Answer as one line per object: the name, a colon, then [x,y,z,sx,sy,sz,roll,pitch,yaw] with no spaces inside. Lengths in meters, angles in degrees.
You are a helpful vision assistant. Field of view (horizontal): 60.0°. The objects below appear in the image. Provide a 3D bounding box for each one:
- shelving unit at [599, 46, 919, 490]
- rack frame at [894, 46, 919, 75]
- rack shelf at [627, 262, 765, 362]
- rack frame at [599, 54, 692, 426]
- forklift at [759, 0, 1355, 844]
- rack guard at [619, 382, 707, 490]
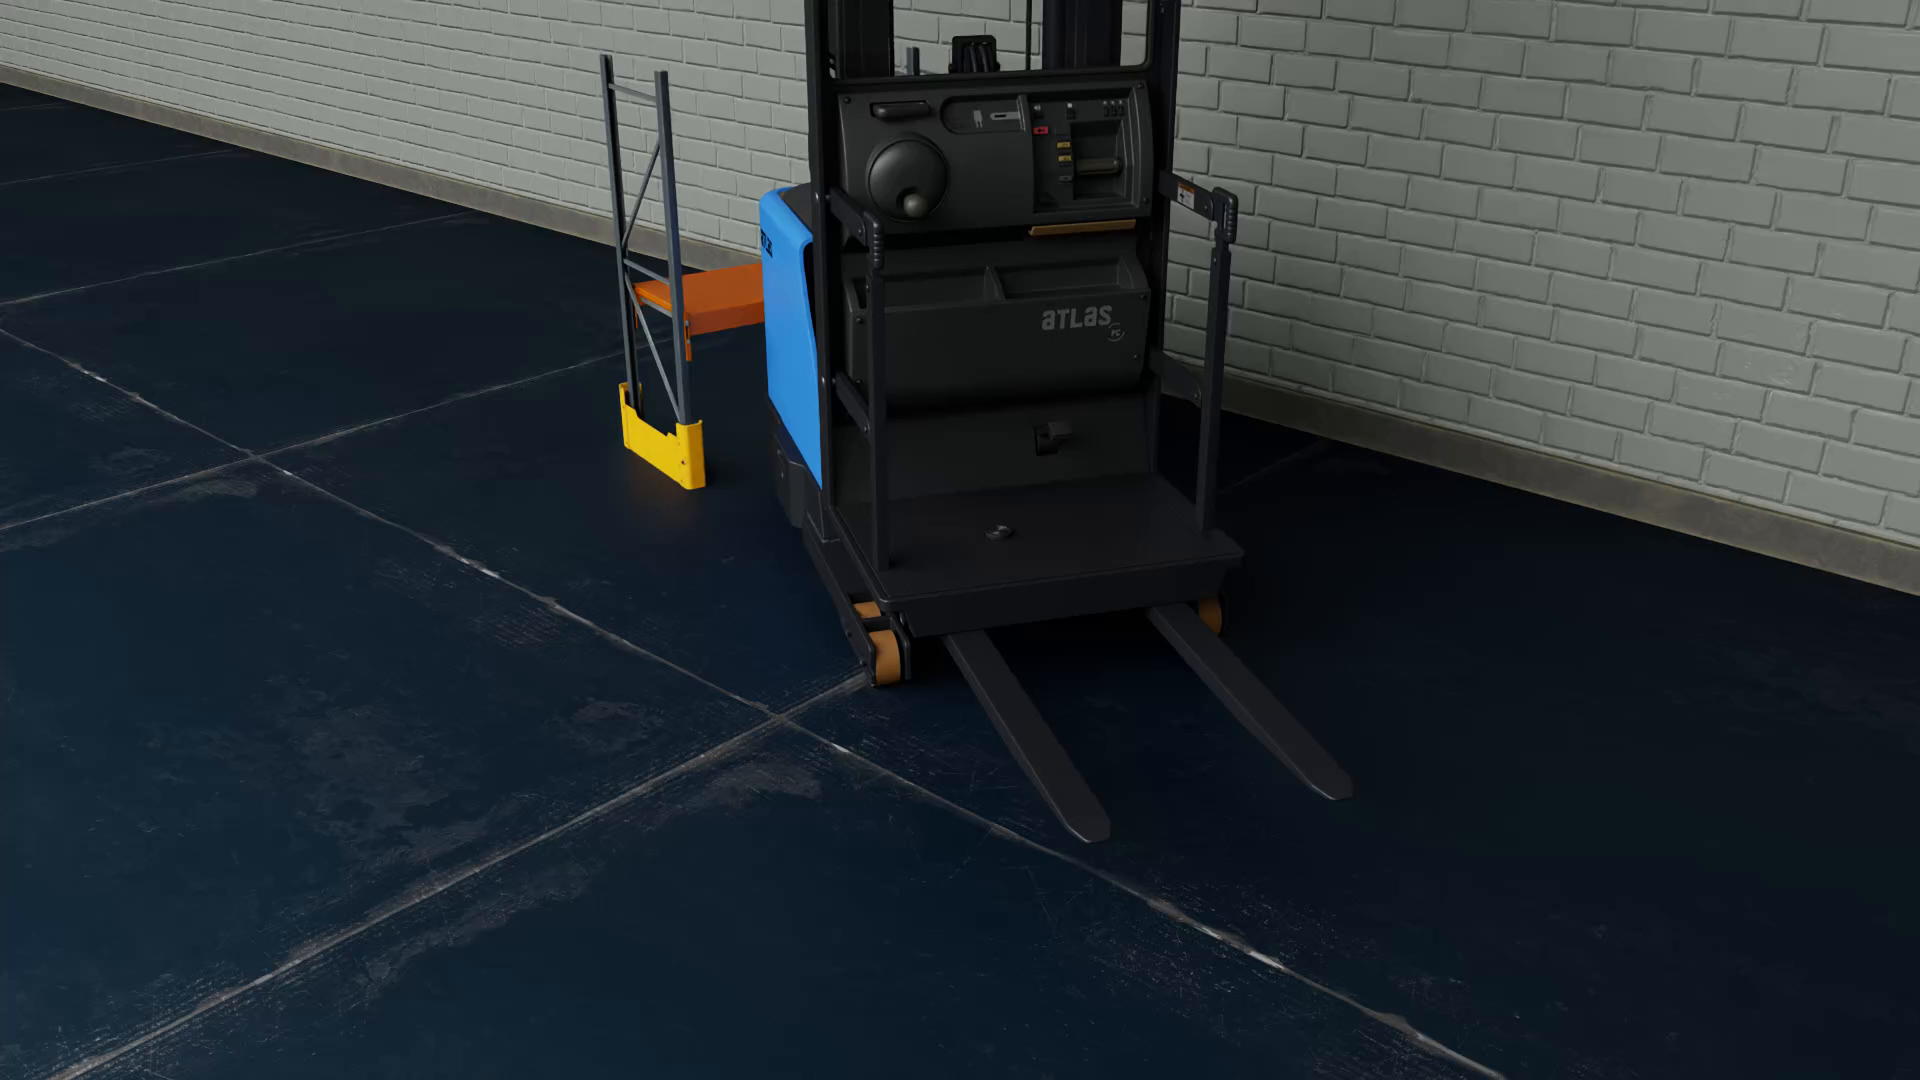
shelving unit: [-0.730,-1.092,6.353,1.083,1.500,0.587,-16,29,-31]
rack frame: [-0.305,-1.213,6.622,0.032,1.500,0.500,-16,29,-31]
rack shelf: [-0.722,-0.930,6.431,1.000,0.185,0.538,-16,29,-31]
rack frame: [-1.140,-0.976,6.093,0.032,1.500,0.500,-16,29,-31]
forklift: [0.175,-1.093,4.605,1.130,2.935,3.031,-7,25,-15]
rack guard: [-1.138,-0.406,6.349,0.087,0.250,0.587,-16,29,-31]
